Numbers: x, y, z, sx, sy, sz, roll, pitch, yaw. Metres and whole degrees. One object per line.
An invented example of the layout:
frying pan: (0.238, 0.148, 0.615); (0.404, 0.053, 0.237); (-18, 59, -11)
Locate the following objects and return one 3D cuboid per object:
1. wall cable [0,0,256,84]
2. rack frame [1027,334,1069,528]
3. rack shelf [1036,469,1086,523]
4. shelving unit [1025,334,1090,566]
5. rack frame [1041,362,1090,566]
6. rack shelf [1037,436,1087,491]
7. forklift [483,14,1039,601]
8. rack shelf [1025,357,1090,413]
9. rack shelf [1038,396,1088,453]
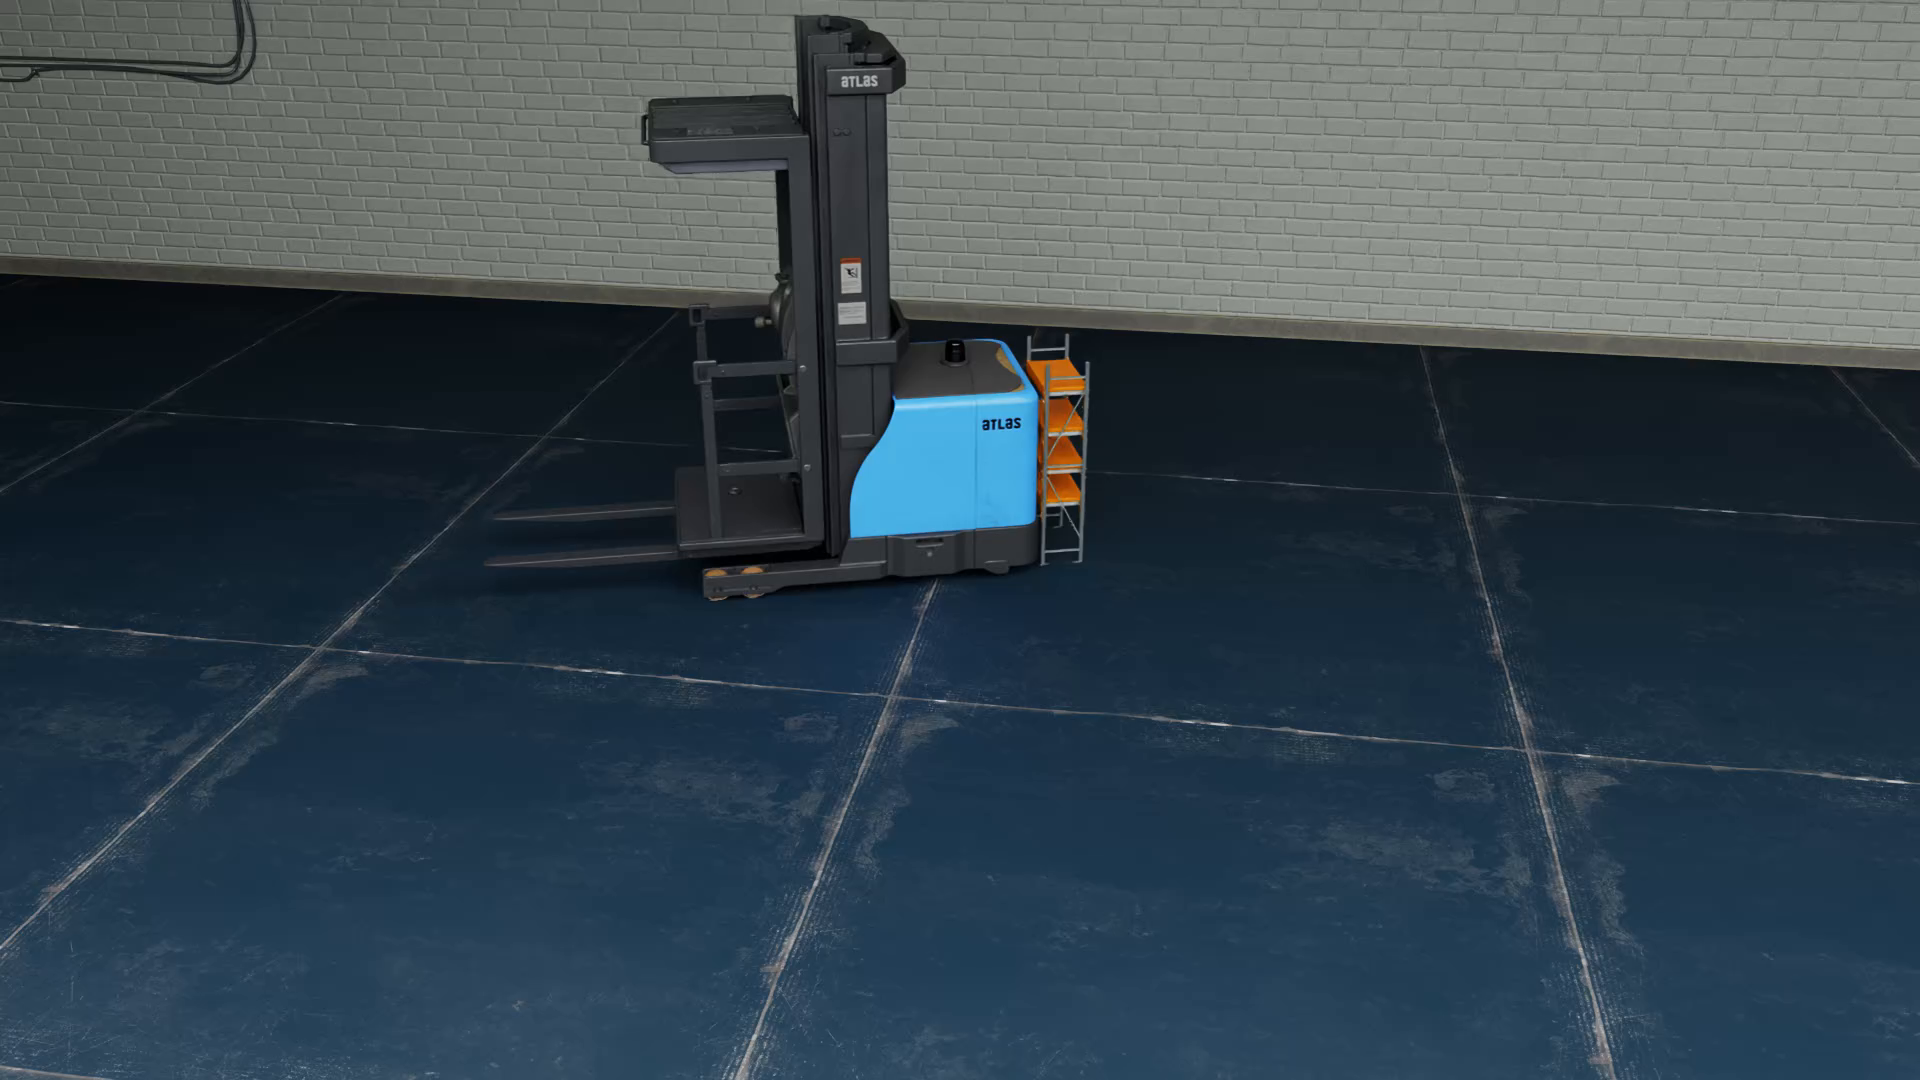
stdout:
wall cable: (-7.254, -4.945, 13.362); (3.097, 2.526, 0.112); (4, 25, 9)
rack frame: (0.496, -0.613, 9.643); (0.240, 1.200, 0.015); (-4, 25, -9)
rack shelf: (0.537, -0.270, 9.538); (0.258, 0.148, 0.480); (-4, 25, -9)
shelving unit: (0.538, -0.511, 9.425); (0.258, 1.200, 0.503); (-4, 25, -9)
rack frame: (0.579, -0.409, 9.207); (0.240, 1.200, 0.015); (-4, 25, -9)
rack shelf: (0.537, -0.450, 9.454); (0.258, 0.148, 0.480); (-4, 25, -9)
forklift: (-1.128, -1.239, 8.939); (3.031, 2.935, 1.130); (-4, 25, -9)
rack shelf: (0.539, -0.867, 9.259); (0.258, 0.148, 0.480); (-4, 25, -9)
rack shelf: (0.538, -0.653, 9.359); (0.258, 0.148, 0.480); (-4, 25, -9)
